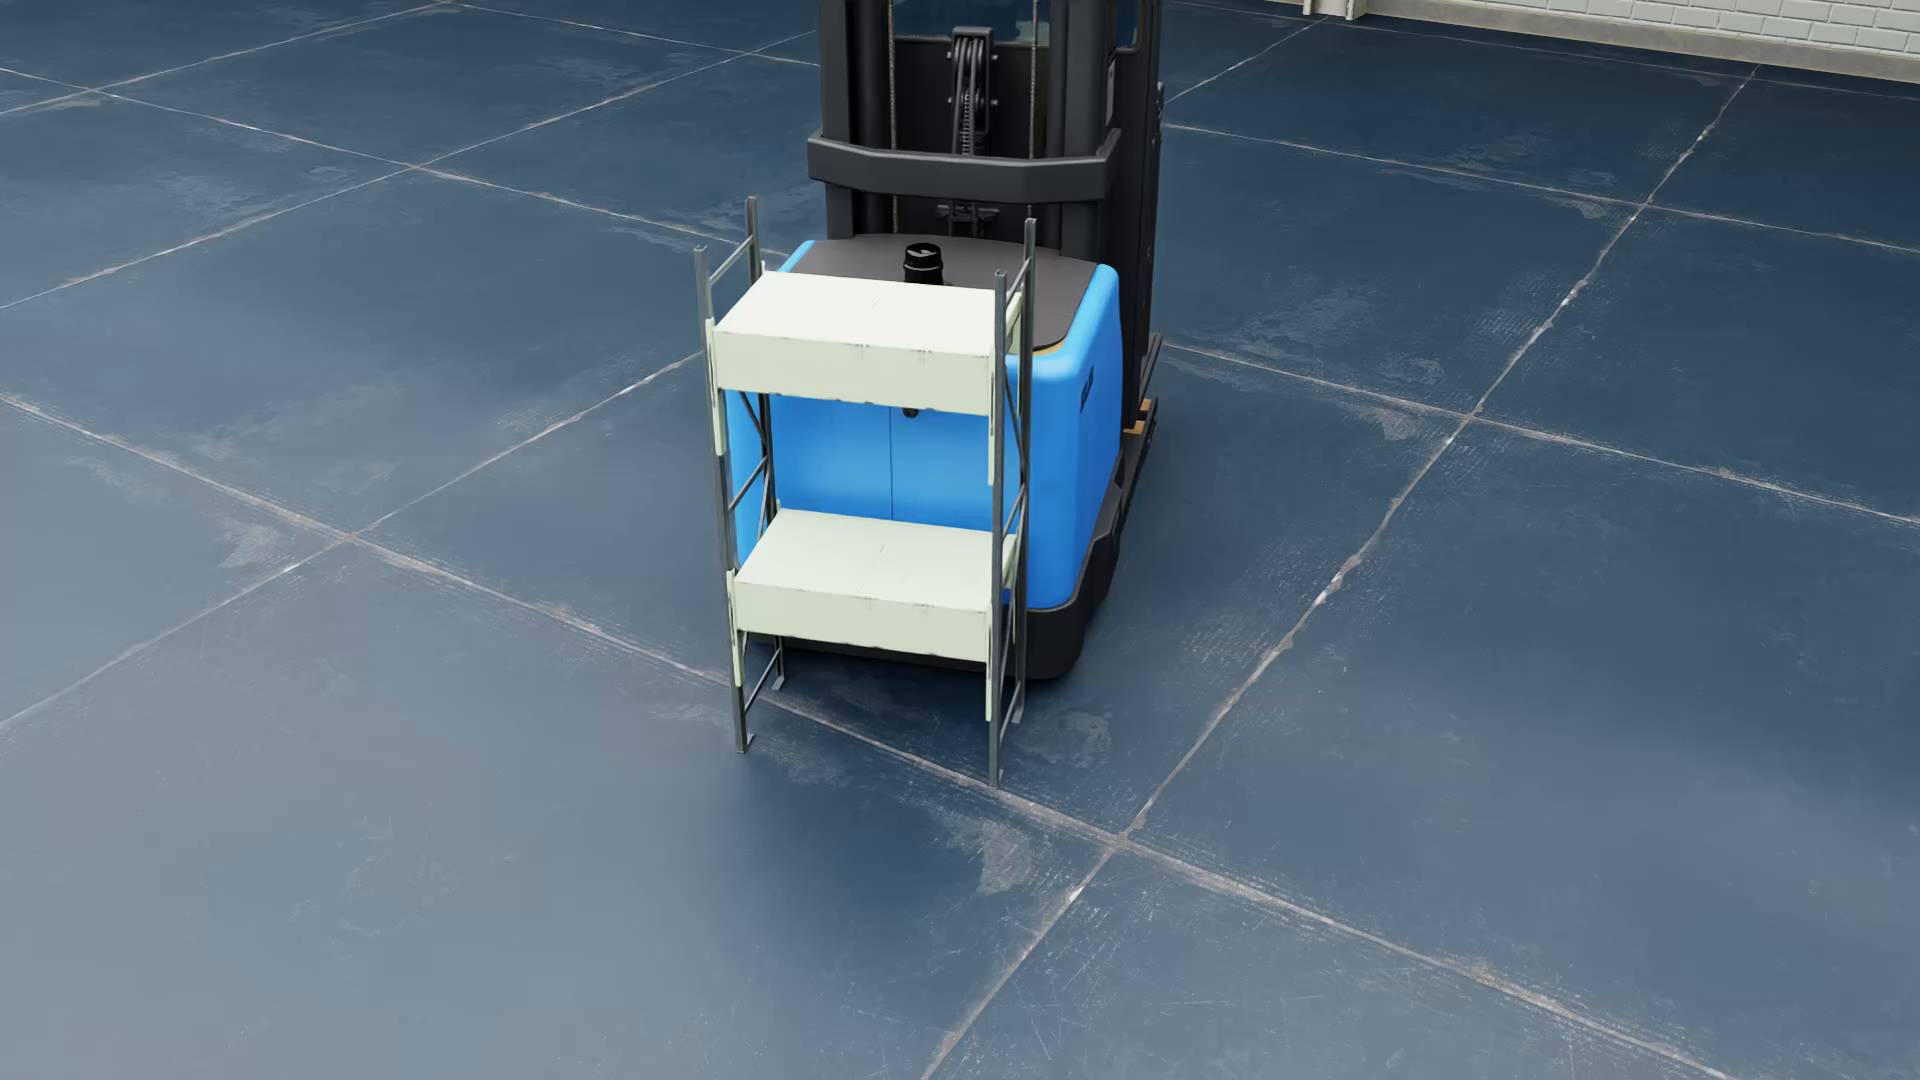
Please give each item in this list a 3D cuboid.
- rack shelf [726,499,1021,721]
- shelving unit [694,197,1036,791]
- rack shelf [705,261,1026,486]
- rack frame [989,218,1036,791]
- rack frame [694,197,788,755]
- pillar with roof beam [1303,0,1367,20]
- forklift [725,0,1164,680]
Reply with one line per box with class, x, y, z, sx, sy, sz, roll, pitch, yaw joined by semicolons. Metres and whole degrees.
rack shelf;-0.222;0.184;4.593;0.720;0.370;0.431;7;31;11
shelving unit;-0.222;-0.098;4.428;0.755;1.500;0.431;7;31;11
rack shelf;-0.222;-0.435;4.231;0.720;0.370;0.431;7;31;11
rack frame;0.135;-0.056;4.358;0.023;1.500;0.400;7;31;11
rack frame;-0.579;-0.139;4.499;0.023;1.500;0.400;7;31;11
pillar with roof beam;0.548;-6.038;7.170;0.400;9.000;9.100;18;35;27
forklift;0.145;-1.584;5.556;1.130;2.935;3.031;7;31;11
